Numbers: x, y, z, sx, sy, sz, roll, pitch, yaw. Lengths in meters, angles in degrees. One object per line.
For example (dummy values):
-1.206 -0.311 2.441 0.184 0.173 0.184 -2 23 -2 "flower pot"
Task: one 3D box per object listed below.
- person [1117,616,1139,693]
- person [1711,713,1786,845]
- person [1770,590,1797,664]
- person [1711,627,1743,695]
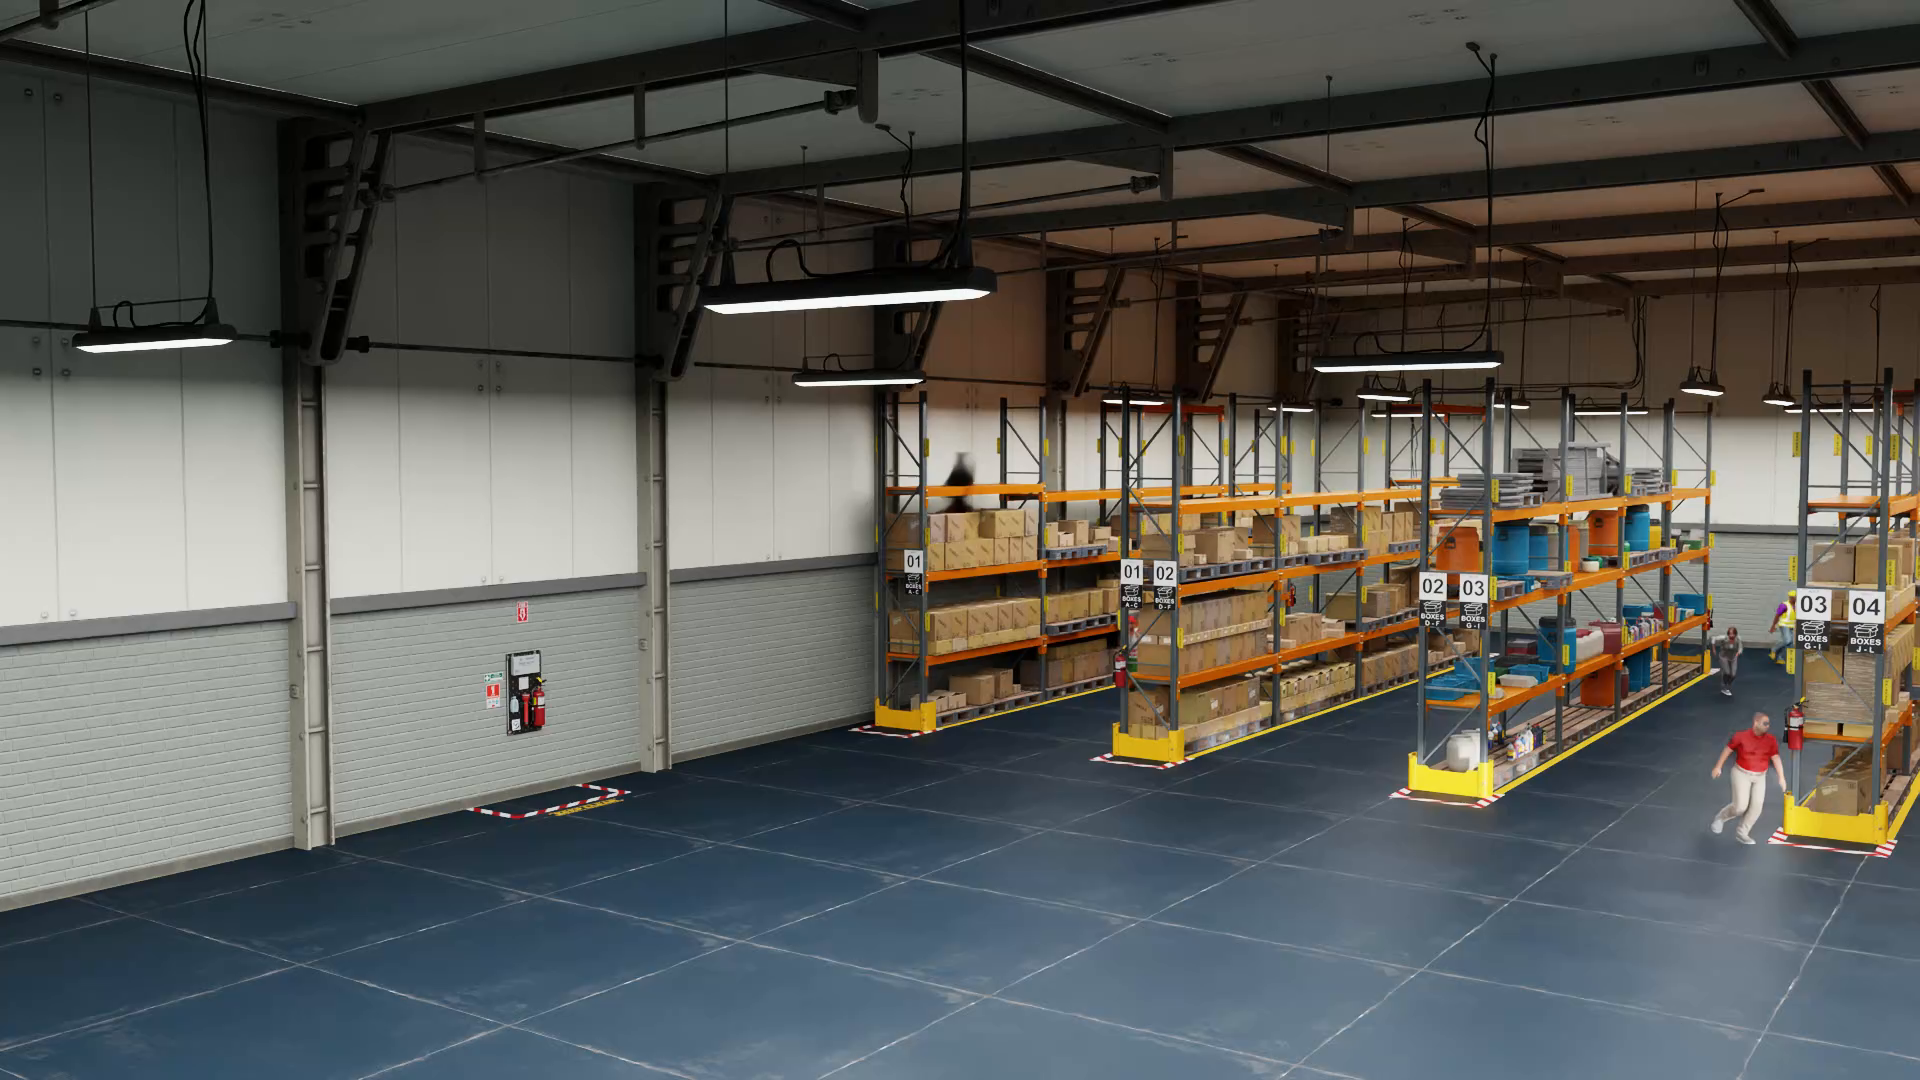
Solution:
3.422 2.334 32.971 0.652 1.713 0.760 1 3 16 "person"
9.946 2.994 20.991 0.692 1.684 0.689 0 3 -5 "person"
19.094 2.016 38.349 0.719 1.706 0.592 -1 3 -19 "person"
15.439 2.437 33.487 0.564 1.424 0.769 1 3 15 "person"
